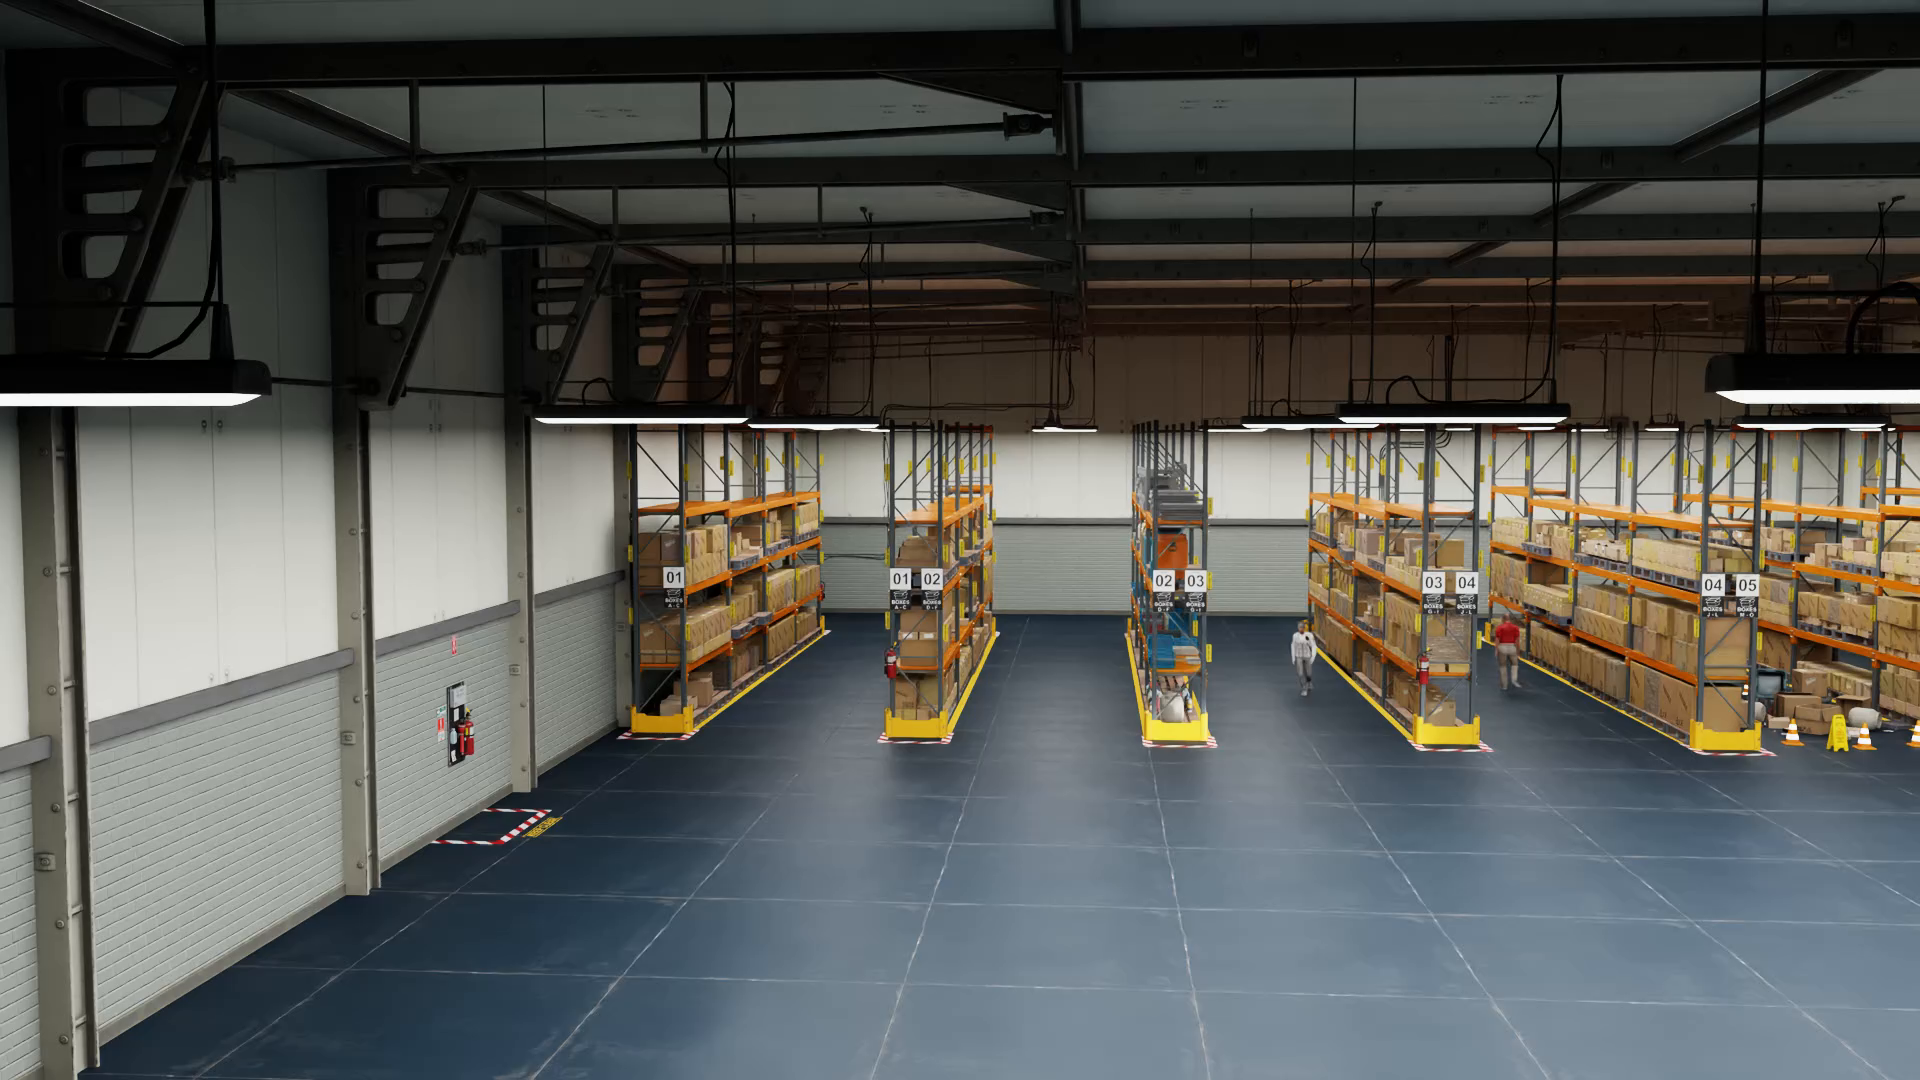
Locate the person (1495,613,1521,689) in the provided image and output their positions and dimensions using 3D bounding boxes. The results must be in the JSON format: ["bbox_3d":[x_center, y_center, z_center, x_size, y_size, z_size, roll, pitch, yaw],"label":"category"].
[{"bbox_3d":[12.294,2.501,37.319,0.581,1.724,0.532,0,4,6],"label":"person"}]

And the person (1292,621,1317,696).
[{"bbox_3d":[7.604,2.584,36.714,0.548,1.648,0.625,1,4,19],"label":"person"}]
